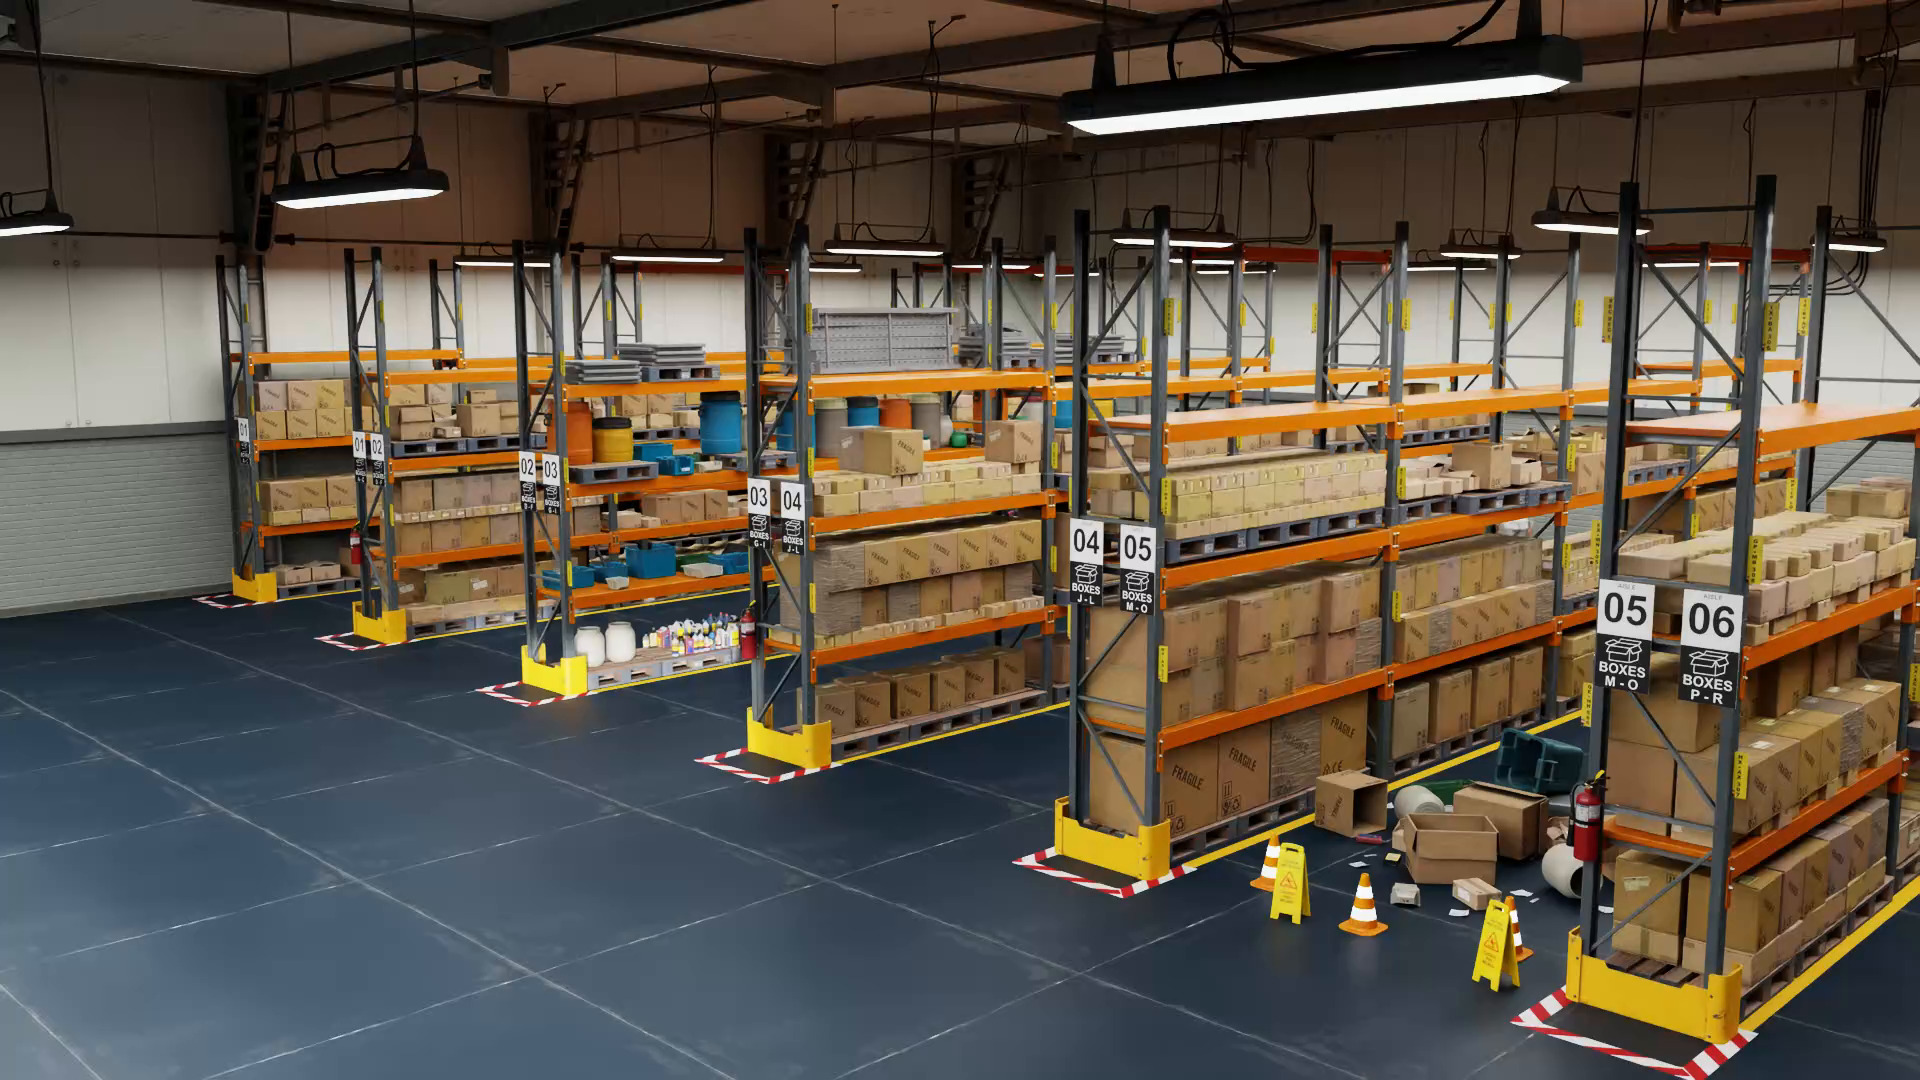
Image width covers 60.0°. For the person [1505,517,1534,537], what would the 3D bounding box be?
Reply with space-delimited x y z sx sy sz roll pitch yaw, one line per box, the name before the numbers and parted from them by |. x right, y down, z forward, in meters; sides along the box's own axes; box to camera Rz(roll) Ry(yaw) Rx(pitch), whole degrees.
person | 10.626 -0.222 31.726 0.529 1.768 0.510 -1 8 -4
